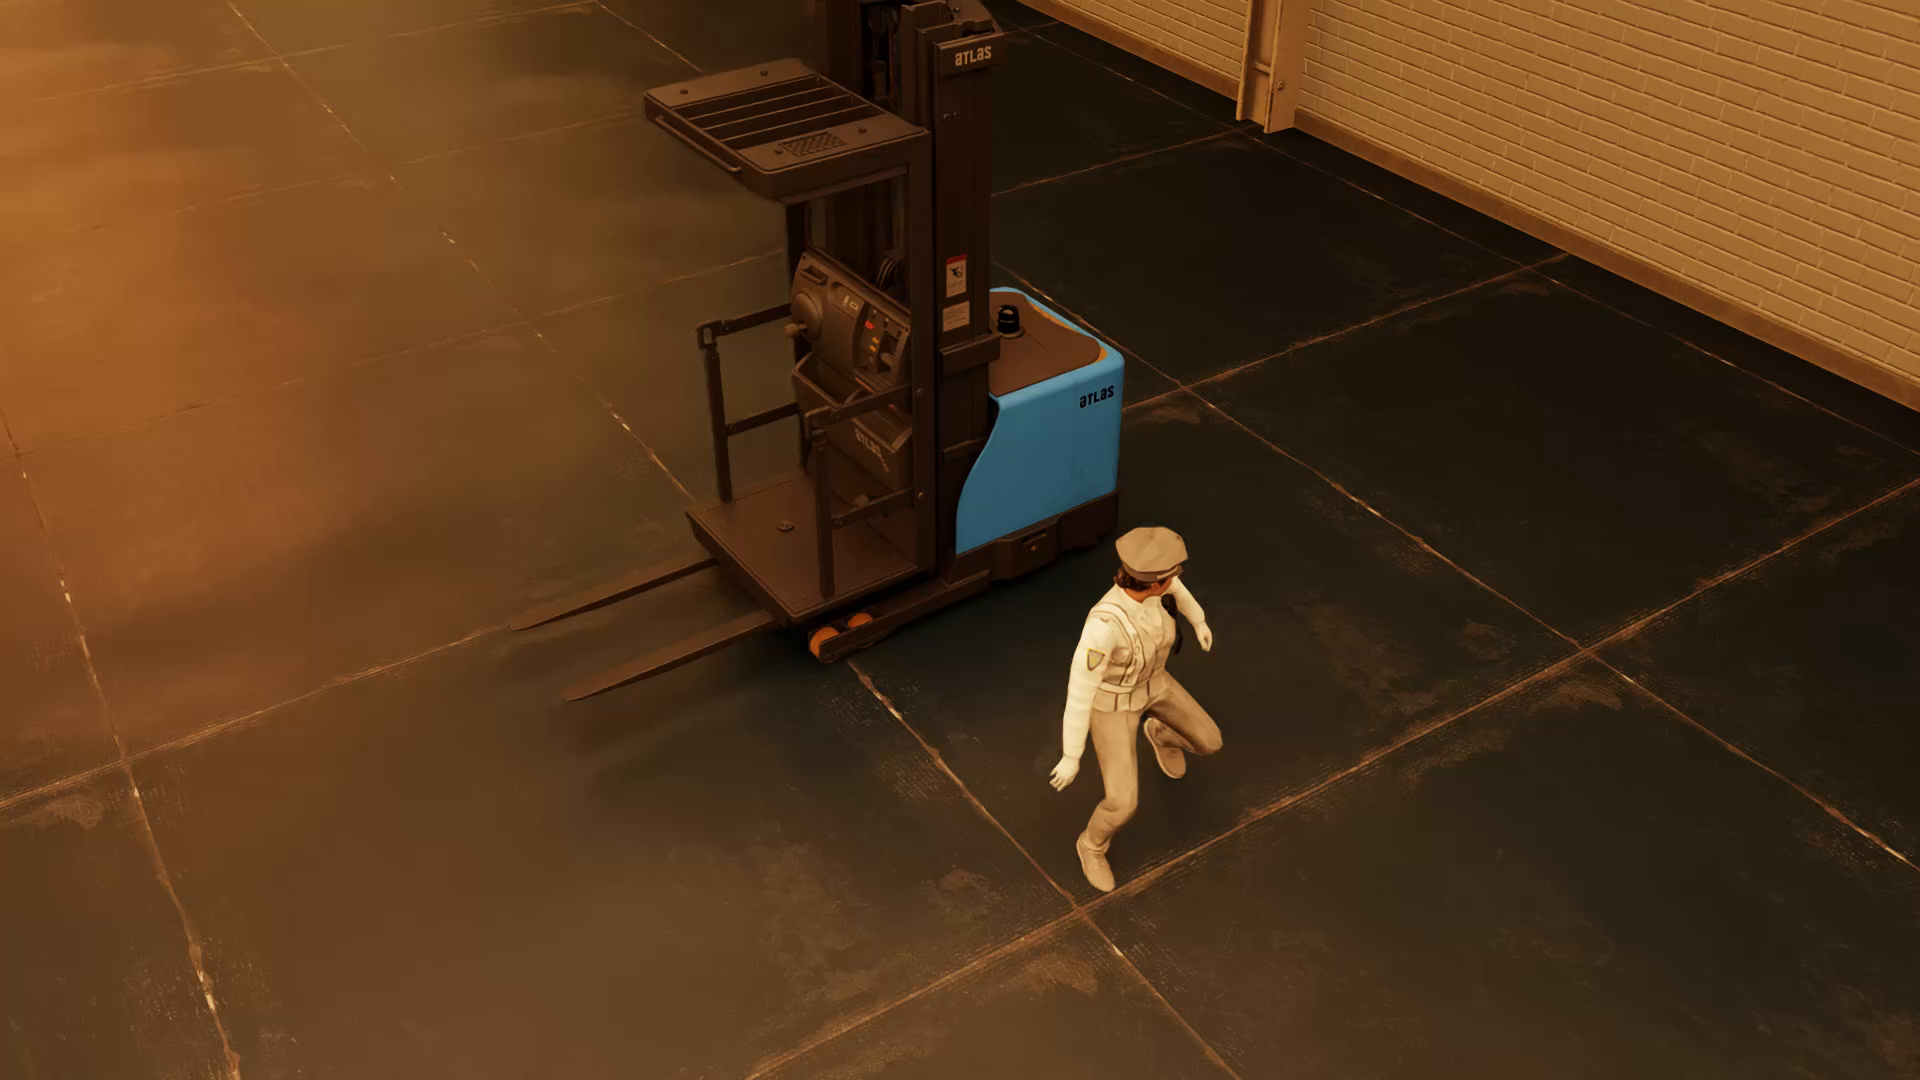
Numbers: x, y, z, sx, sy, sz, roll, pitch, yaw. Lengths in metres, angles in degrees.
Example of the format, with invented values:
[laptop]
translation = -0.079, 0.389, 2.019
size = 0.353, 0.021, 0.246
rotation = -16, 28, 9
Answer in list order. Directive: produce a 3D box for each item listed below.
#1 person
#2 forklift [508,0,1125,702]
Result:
[person]
translation = 0.681, 0.629, 6.515
size = 0.991, 1.553, 0.473
rotation = -28, 44, -34
[forklift]
translation = -0.678, -0.965, 7.520
size = 3.031, 2.935, 1.130
rotation = -22, 41, -28
